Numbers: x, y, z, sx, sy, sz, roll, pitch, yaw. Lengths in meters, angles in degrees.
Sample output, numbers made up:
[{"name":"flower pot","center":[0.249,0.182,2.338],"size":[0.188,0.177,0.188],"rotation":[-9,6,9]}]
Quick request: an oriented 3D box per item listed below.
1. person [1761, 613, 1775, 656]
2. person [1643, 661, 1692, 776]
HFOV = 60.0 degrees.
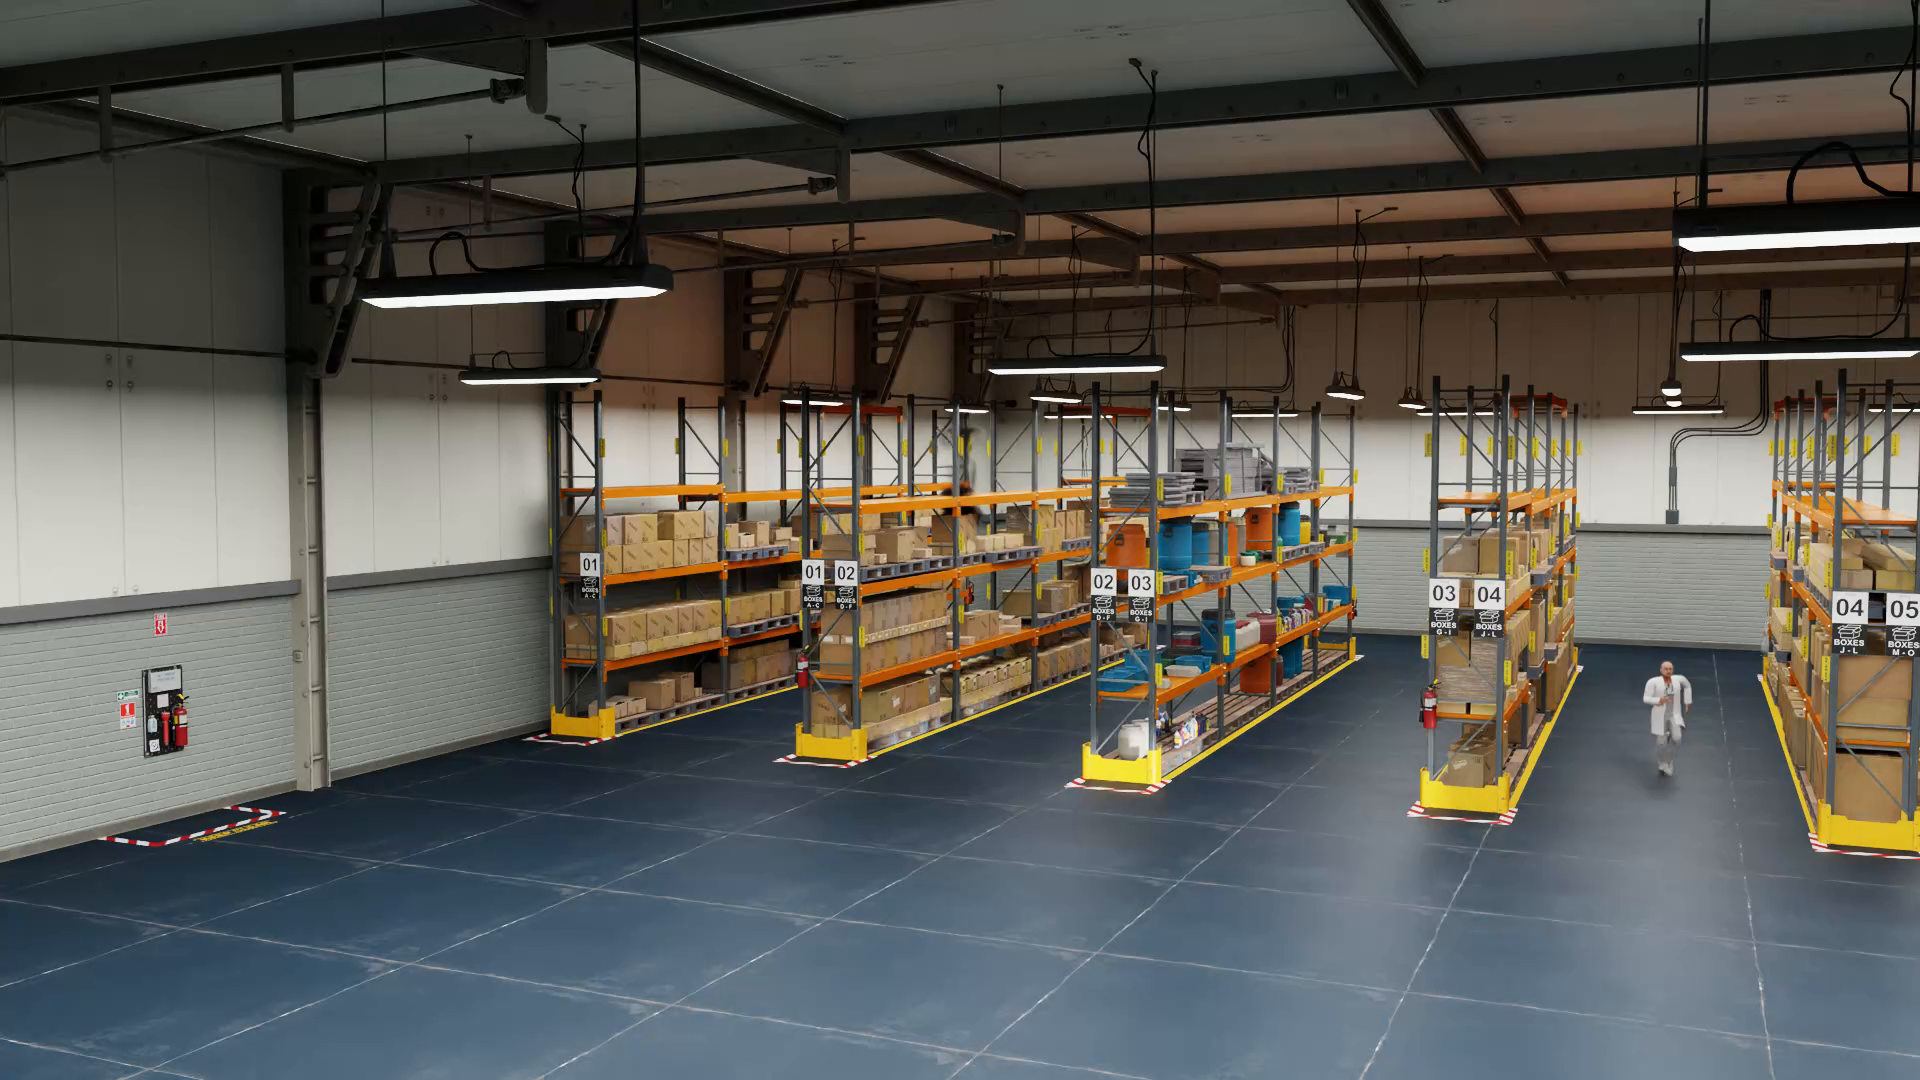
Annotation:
[{"name":"person","center":[18.113,2.093,36.940],"size":[0.595,1.734,0.660],"rotation":[-1,3,-18]},{"name":"person","center":[10.793,2.712,25.342],"size":[0.756,1.744,0.864],"rotation":[1,3,11]}]
